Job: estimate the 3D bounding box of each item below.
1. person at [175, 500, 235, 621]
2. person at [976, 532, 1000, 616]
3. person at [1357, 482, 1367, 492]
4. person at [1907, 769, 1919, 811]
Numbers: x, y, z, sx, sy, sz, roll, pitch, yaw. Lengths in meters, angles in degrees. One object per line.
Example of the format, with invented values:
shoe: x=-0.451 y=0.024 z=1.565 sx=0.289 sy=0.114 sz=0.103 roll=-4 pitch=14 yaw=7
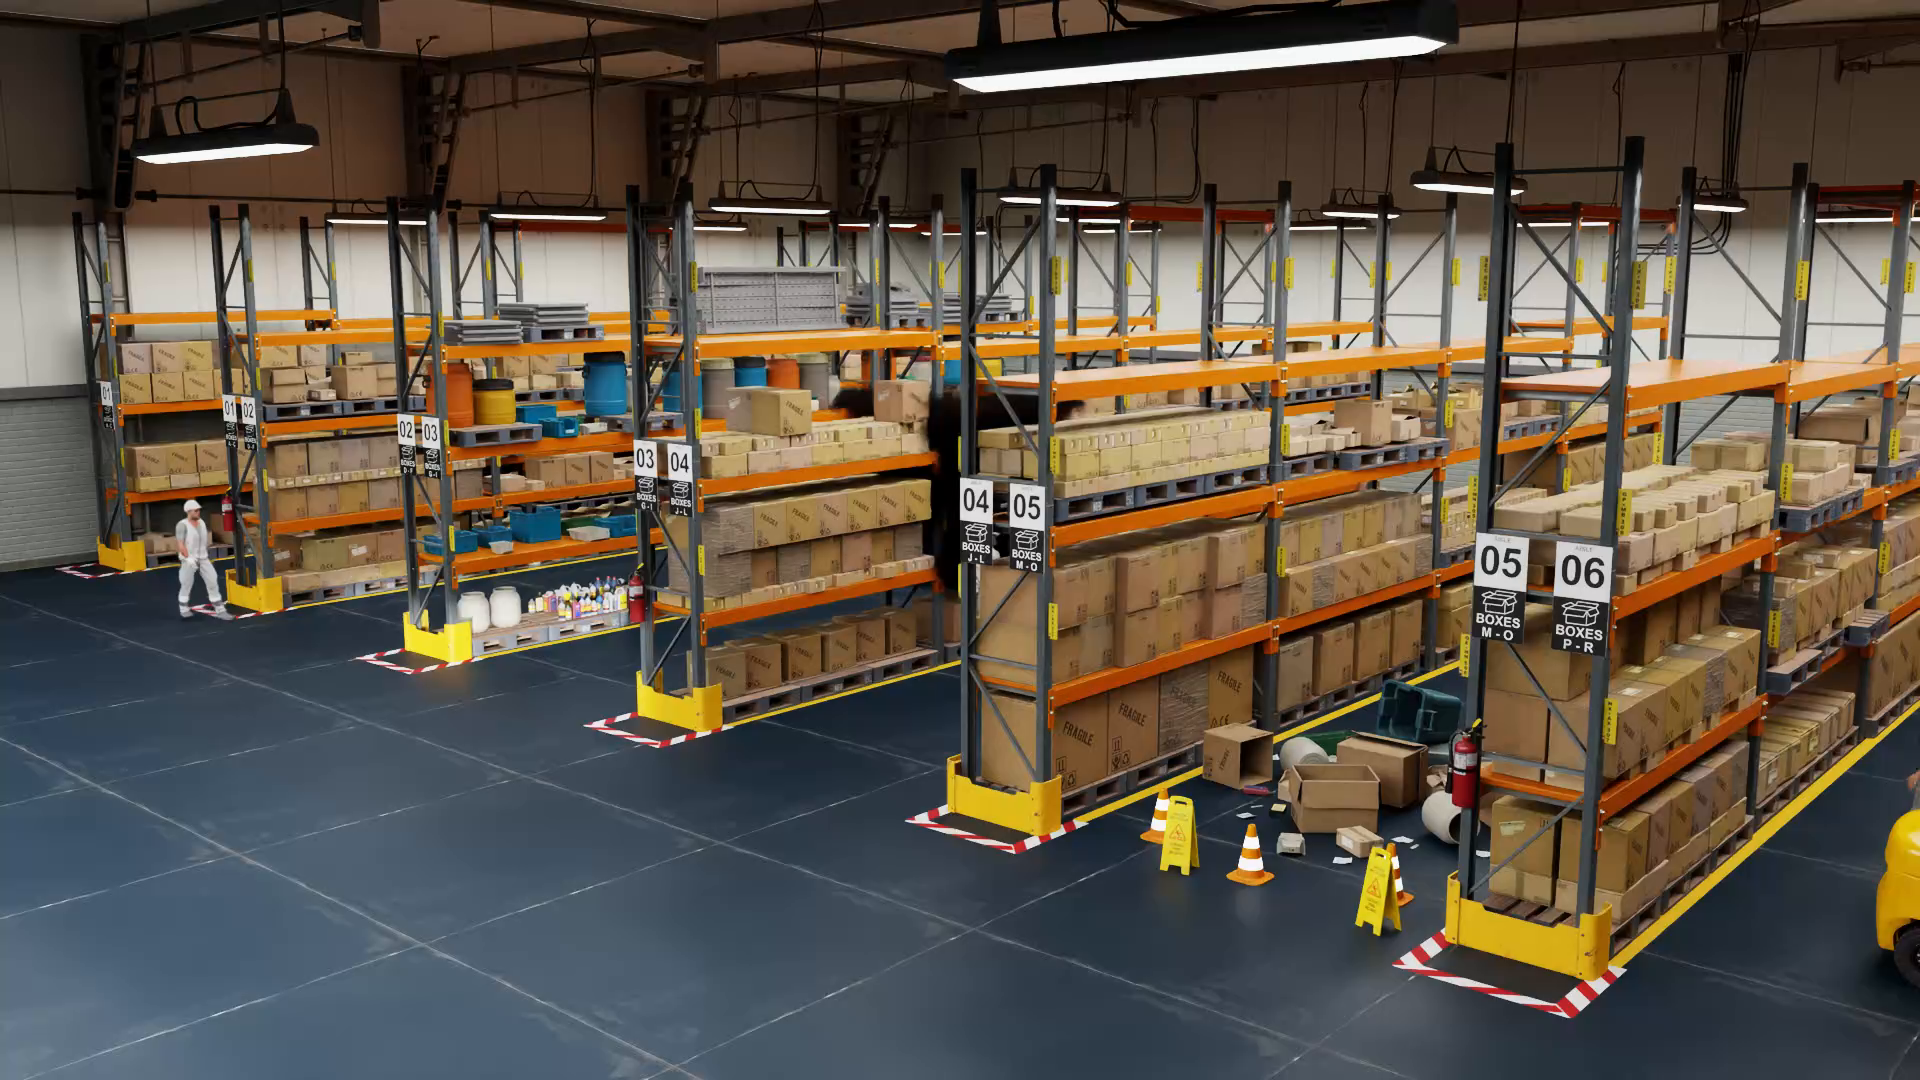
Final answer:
person: x=-11.020 y=0.293 z=24.022 sx=0.951 sy=1.739 sz=0.526 roll=7 pitch=11 yaw=34
person: x=0.317 y=0.684 z=20.224 sx=0.344 sy=1.690 sz=0.509 roll=2 pitch=10 yaw=12
person: x=6.498 y=-0.150 z=26.868 sx=0.627 sy=1.726 sz=0.991 roll=7 pitch=12 yaw=38
person: x=8.310 y=2.021 z=14.136 sx=0.550 sy=1.678 sz=0.418 roll=-2 pitch=10 yaw=-12
